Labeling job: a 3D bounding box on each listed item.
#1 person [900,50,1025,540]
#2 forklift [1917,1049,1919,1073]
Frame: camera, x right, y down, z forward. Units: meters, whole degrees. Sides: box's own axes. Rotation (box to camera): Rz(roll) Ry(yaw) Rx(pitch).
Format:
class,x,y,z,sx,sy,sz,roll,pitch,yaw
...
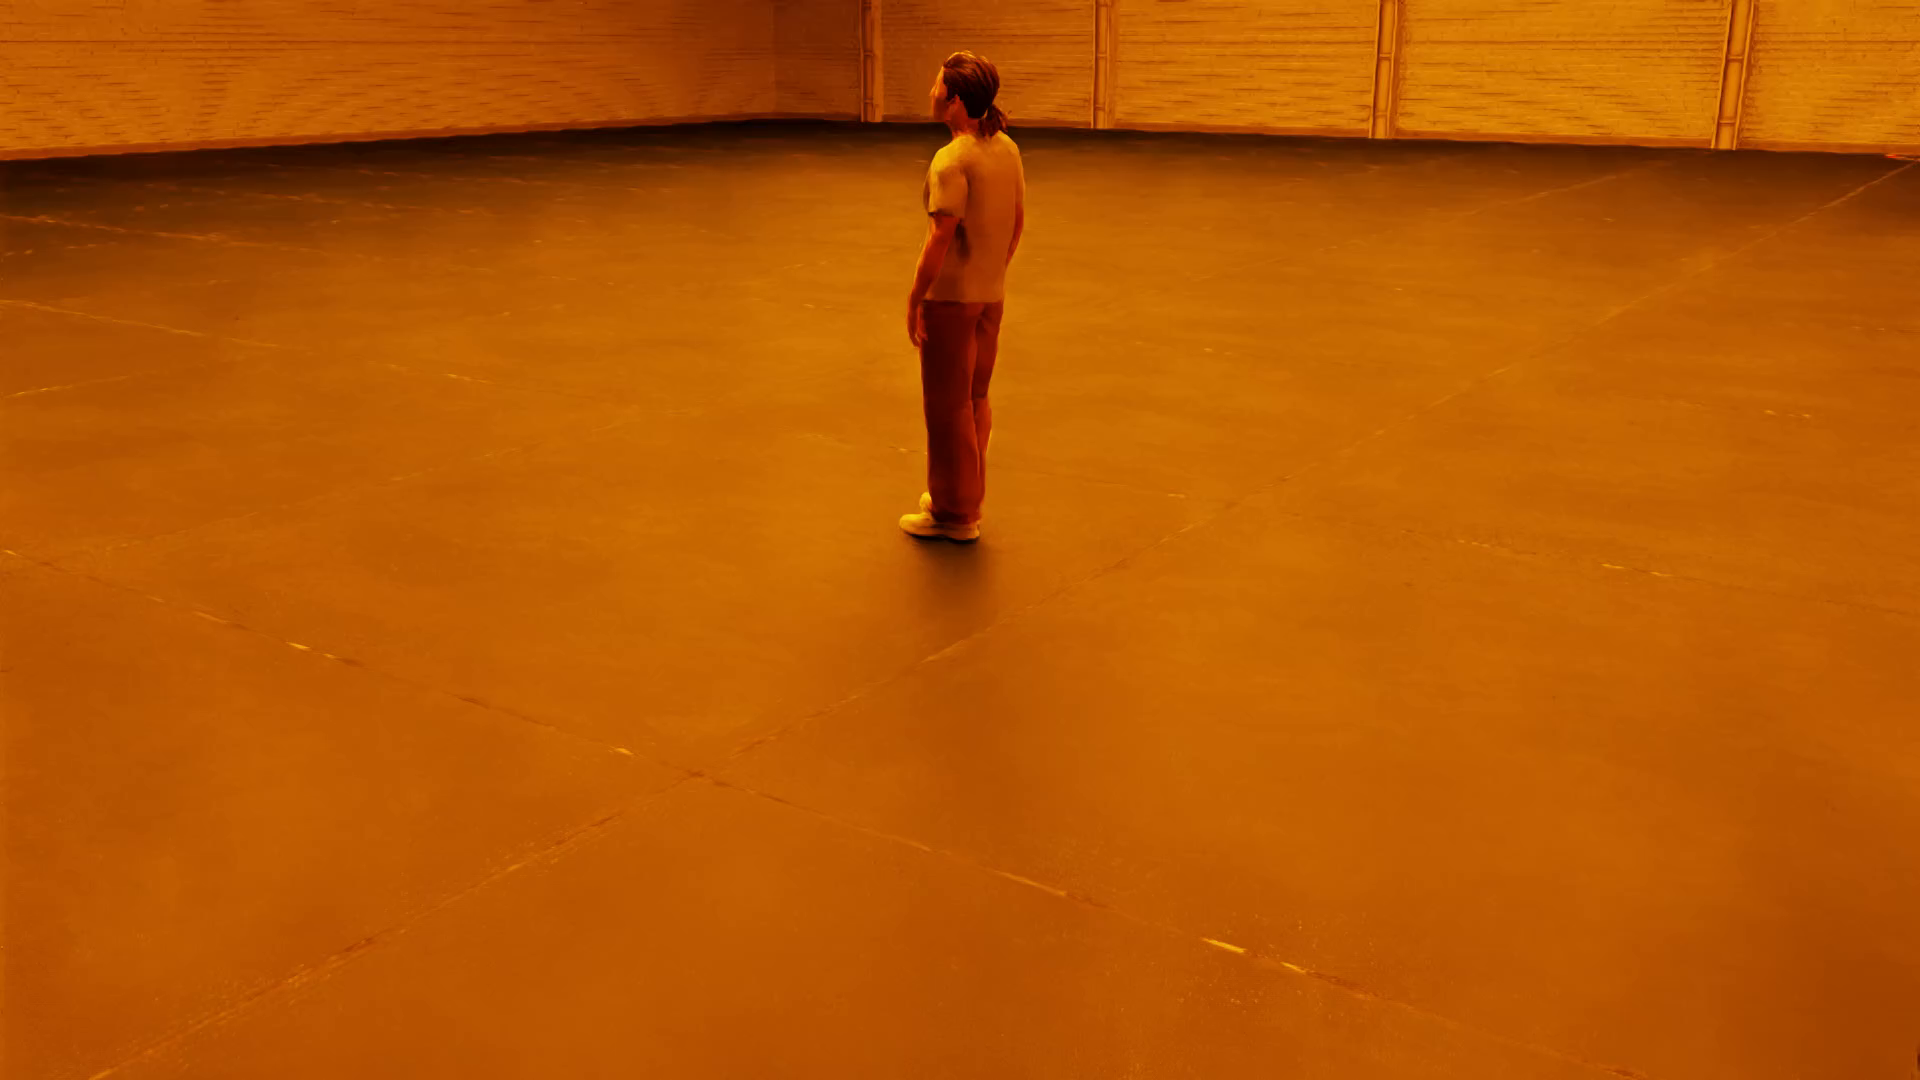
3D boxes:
class,x,y,z,sx,sy,sz,roll,pitch,yaw
person,-0.055,-0.824,5.755,0.548,1.674,0.554,11,20,33
forklift,2.948,-0.229,1.599,3.031,2.935,1.130,4,17,14
